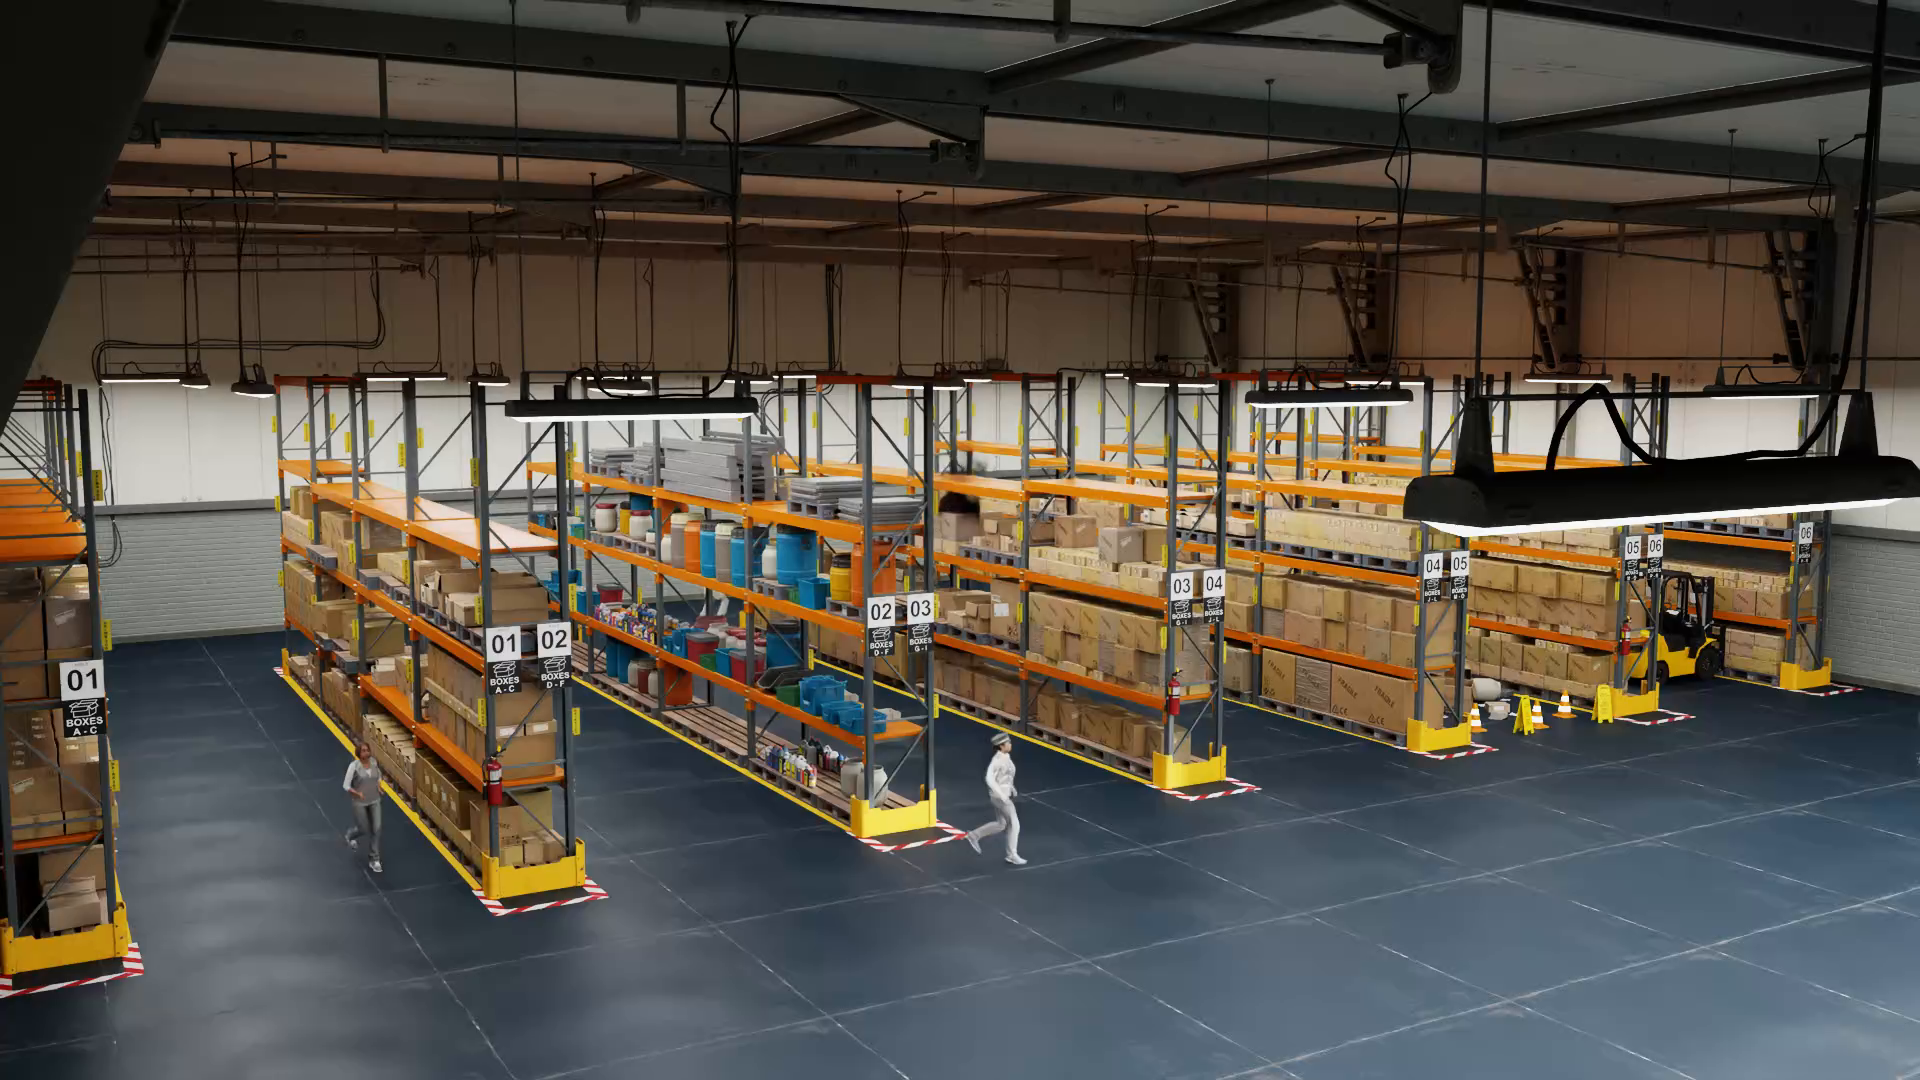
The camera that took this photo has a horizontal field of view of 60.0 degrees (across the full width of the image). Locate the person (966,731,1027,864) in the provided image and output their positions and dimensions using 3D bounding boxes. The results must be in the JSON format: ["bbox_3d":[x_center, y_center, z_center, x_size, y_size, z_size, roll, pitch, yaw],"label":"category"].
[{"bbox_3d":[0.461,3.235,20.902,0.789,1.696,0.644,1,6,5],"label":"person"}]

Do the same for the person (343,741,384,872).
[{"bbox_3d":[-7.426,3.288,20.737,0.538,1.596,0.812,-6,8,-43],"label":"person"}]

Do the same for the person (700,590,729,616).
[{"bbox_3d":[-5.782,1.172,39.168,0.820,1.843,0.663,-3,7,-28],"label":"person"}]
